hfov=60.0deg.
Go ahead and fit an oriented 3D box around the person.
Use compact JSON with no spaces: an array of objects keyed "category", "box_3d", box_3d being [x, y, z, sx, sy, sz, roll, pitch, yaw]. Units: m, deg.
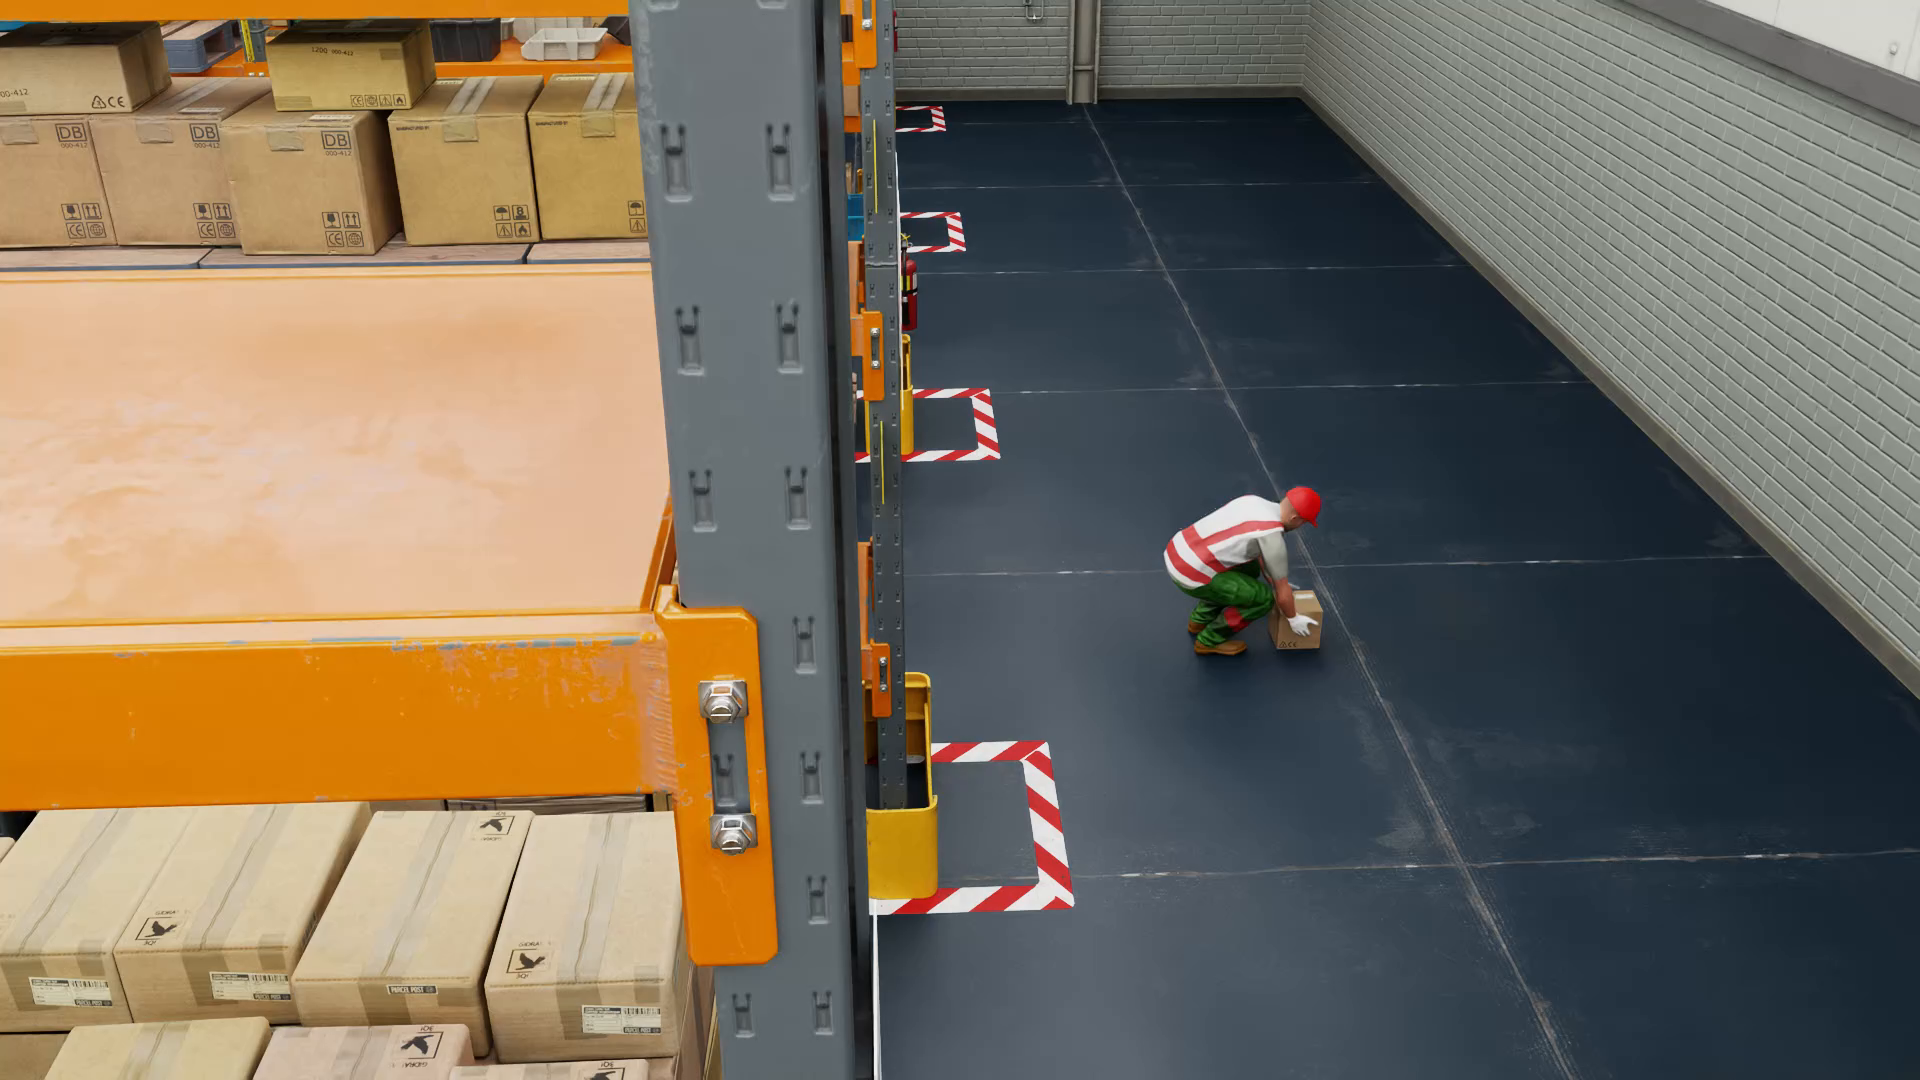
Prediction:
[{"category":"person","box_3d":[1.613,0.151,9.575,0.882,0.955,0.570,-1,27,-3]}]
